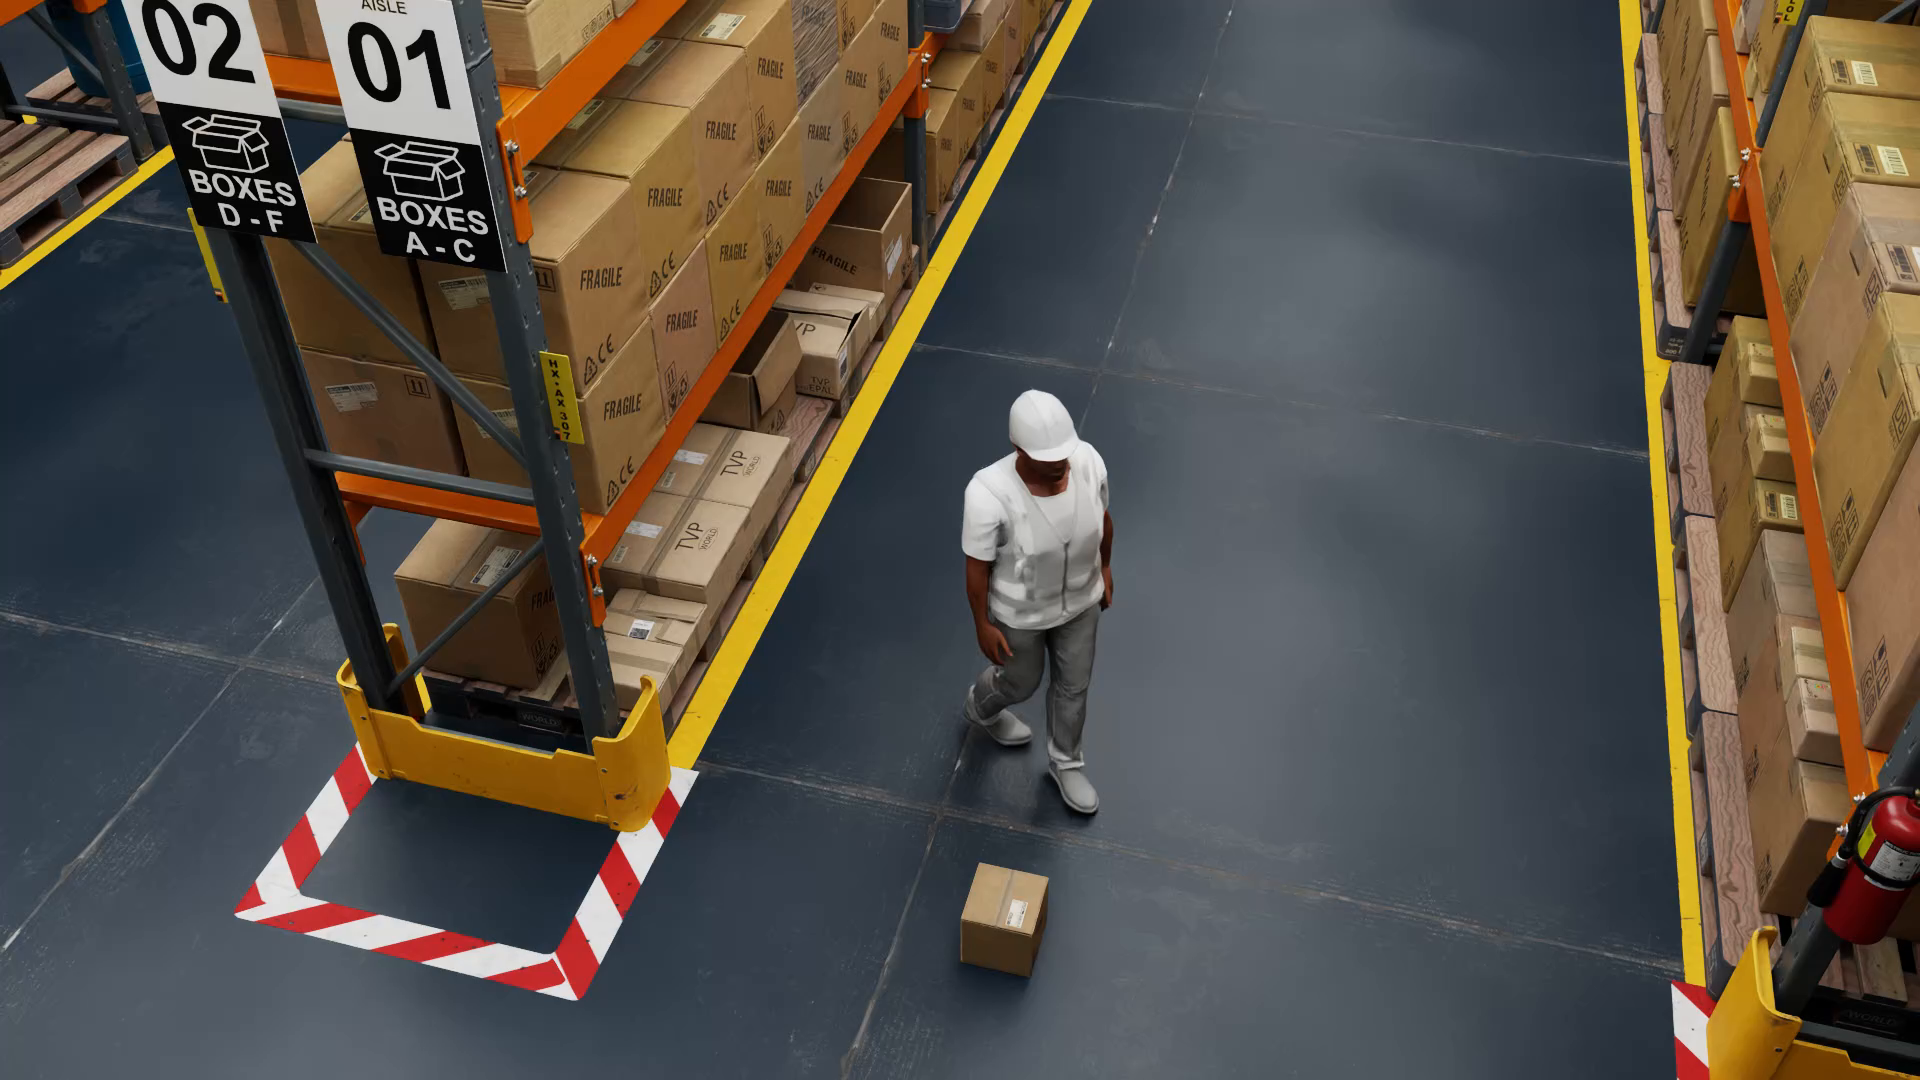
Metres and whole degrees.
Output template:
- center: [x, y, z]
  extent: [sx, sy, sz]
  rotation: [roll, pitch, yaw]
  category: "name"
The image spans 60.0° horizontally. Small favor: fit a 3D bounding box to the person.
- center: [0.300, 0.202, 5.900]
  extent: [0.598, 1.765, 0.679]
  rotation: [-18, 44, -19]
  category: "person"
